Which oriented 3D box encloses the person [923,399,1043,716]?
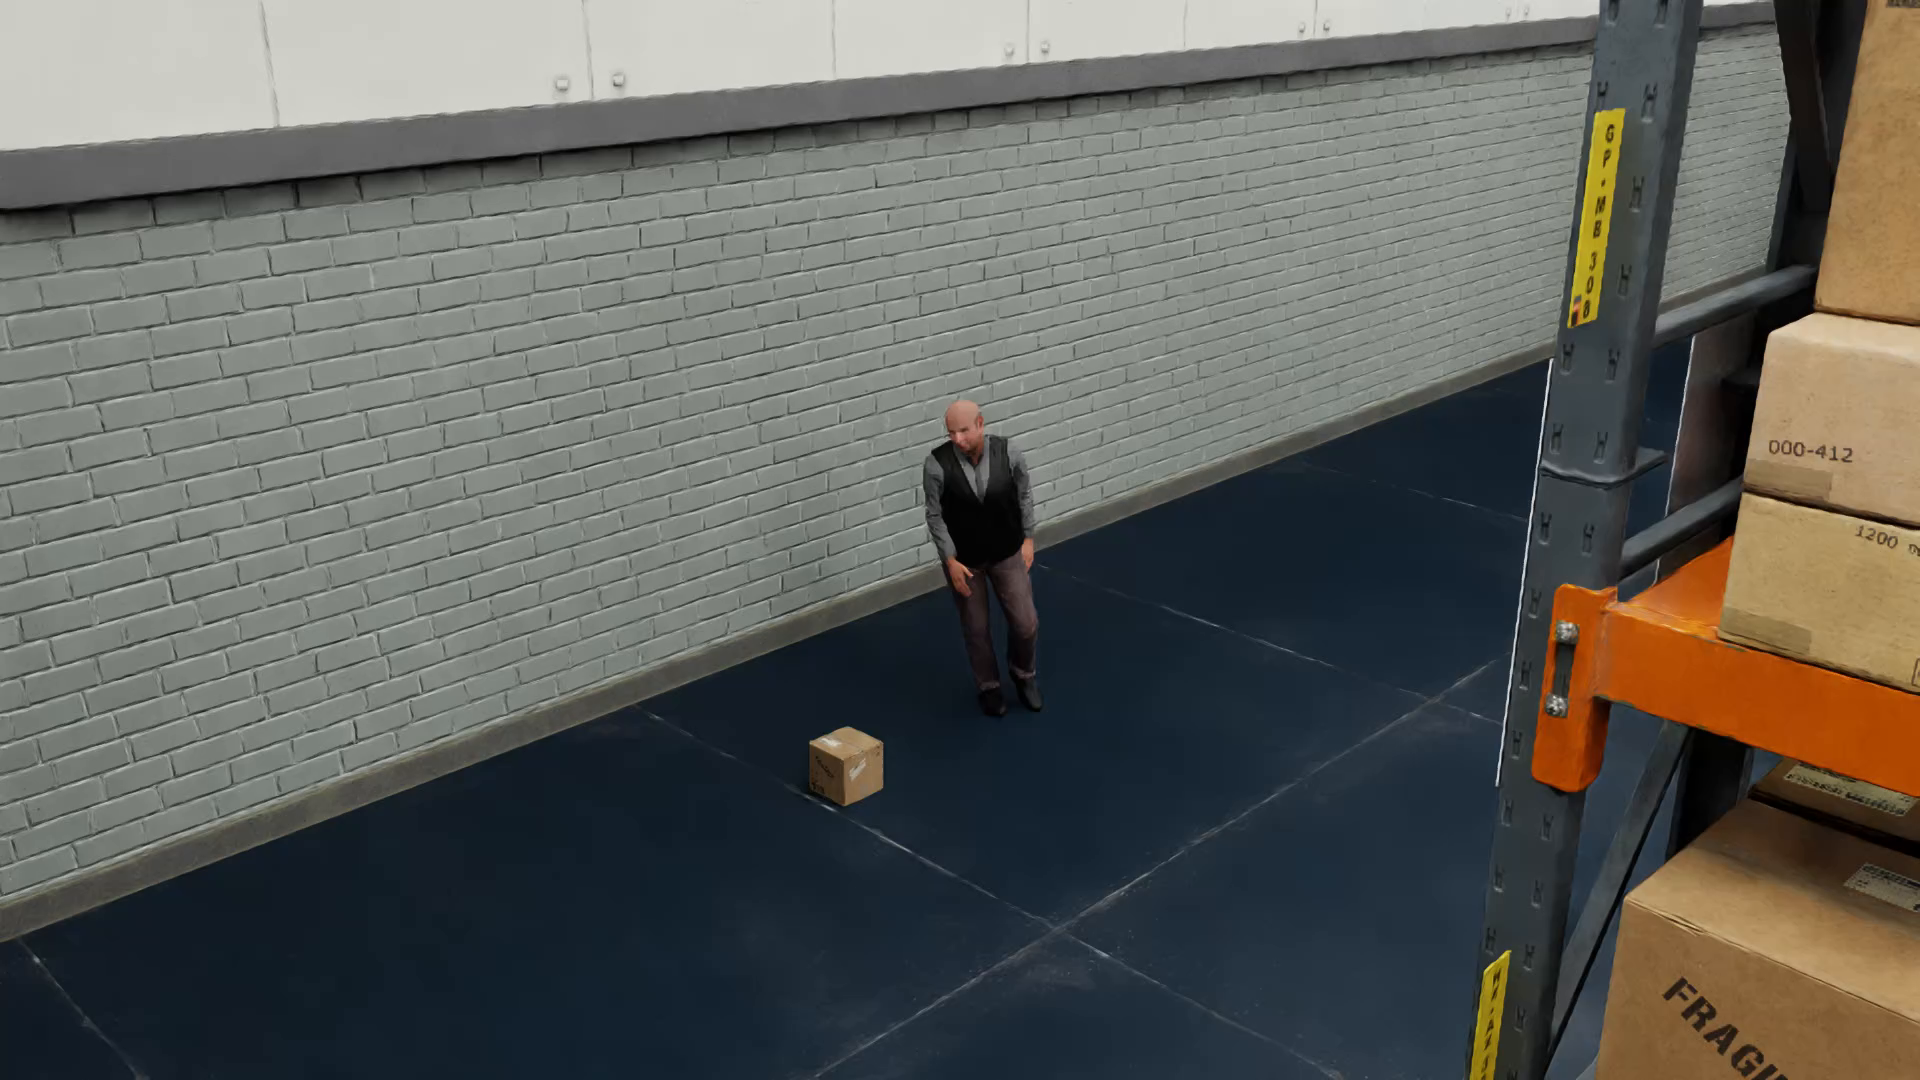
[{"bbox_3d":[0.129,0.154,8.372,0.631,1.603,0.468,-4,21,-9],"label":"person"}]
